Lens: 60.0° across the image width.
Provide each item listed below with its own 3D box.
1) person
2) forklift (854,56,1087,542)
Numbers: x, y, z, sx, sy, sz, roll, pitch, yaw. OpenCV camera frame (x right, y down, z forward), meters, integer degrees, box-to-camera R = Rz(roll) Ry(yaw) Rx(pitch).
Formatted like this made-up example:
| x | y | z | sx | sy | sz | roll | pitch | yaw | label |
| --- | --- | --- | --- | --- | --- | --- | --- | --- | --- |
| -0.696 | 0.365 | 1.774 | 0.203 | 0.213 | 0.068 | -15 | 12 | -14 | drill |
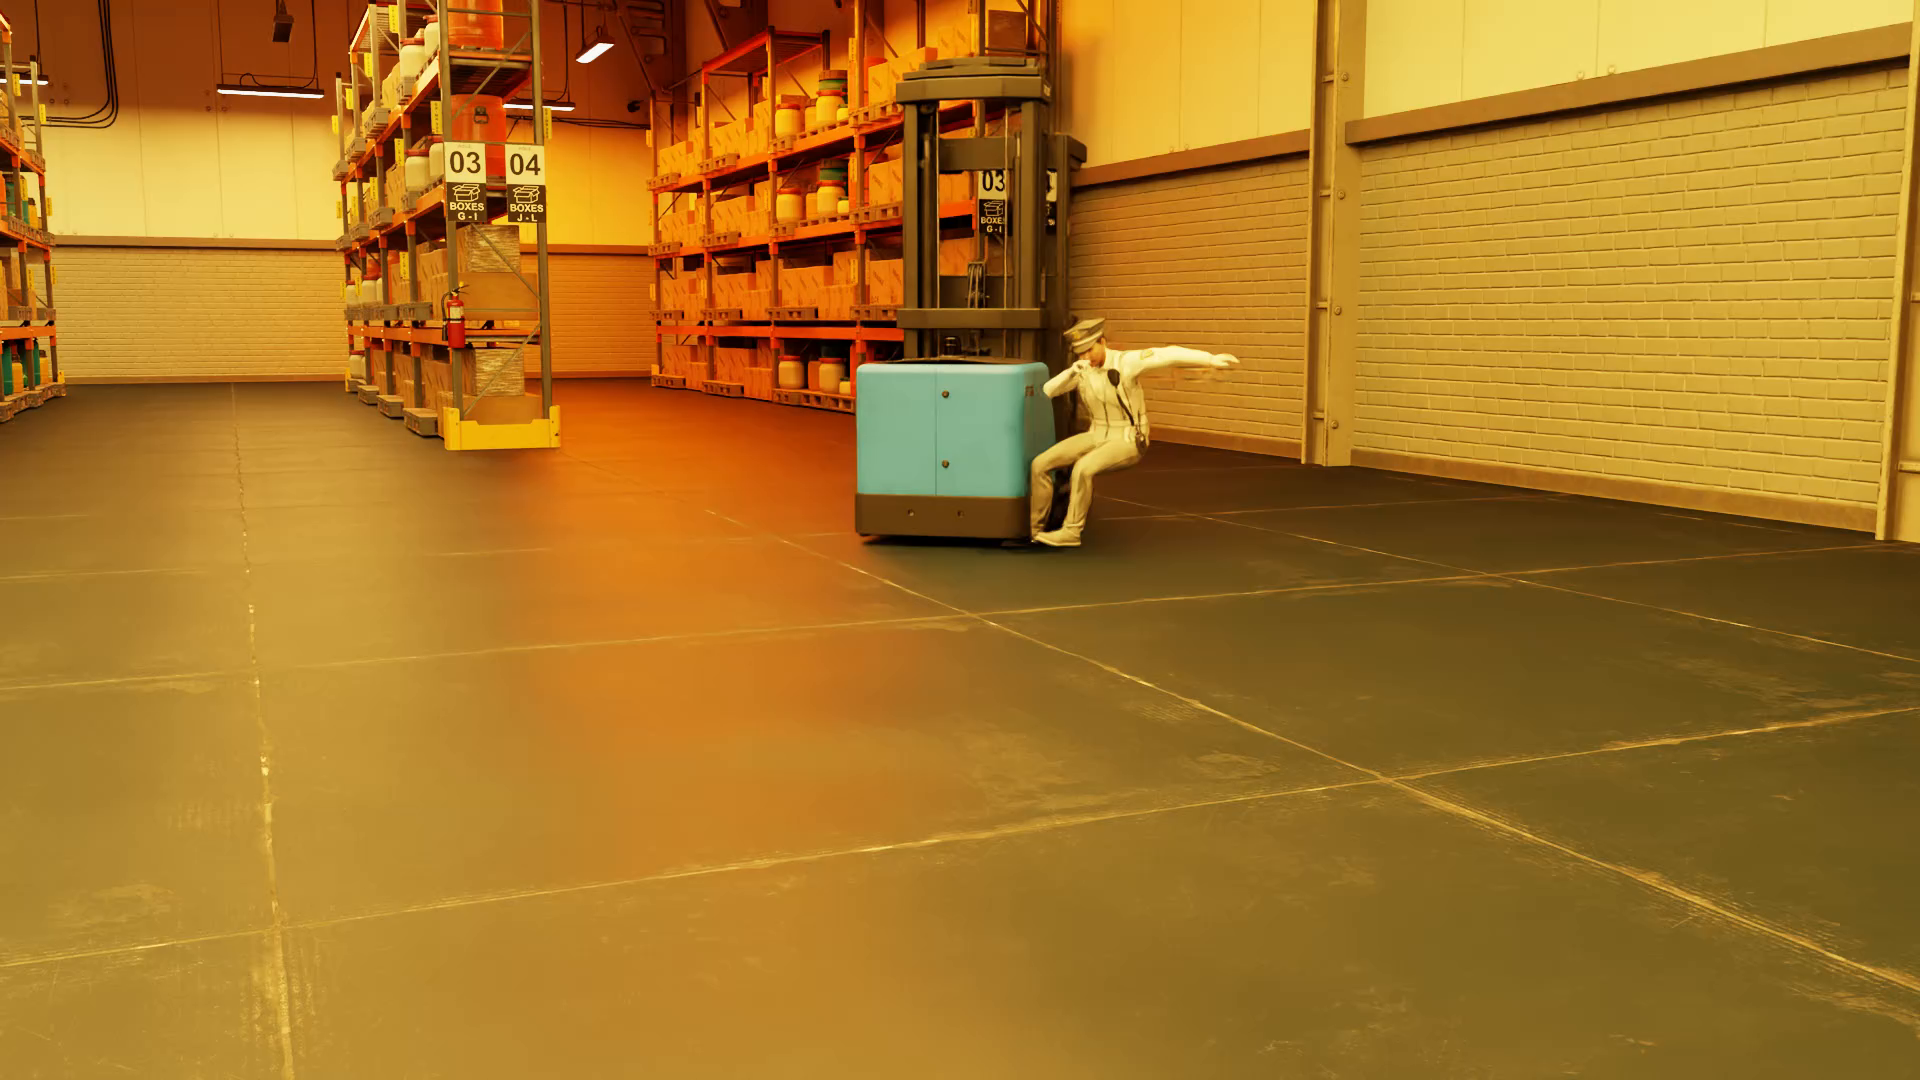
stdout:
| x | y | z | sx | sy | sz | roll | pitch | yaw | label |
| --- | --- | --- | --- | --- | --- | --- | --- | --- | --- |
| 0.890 | -0.586 | 9.572 | 1.308 | 1.367 | 0.686 | 6 | 10 | 41 | person |
| 0.226 | -1.595 | 11.038 | 1.130 | 2.935 | 3.031 | 2 | 8 | 14 | forklift |
